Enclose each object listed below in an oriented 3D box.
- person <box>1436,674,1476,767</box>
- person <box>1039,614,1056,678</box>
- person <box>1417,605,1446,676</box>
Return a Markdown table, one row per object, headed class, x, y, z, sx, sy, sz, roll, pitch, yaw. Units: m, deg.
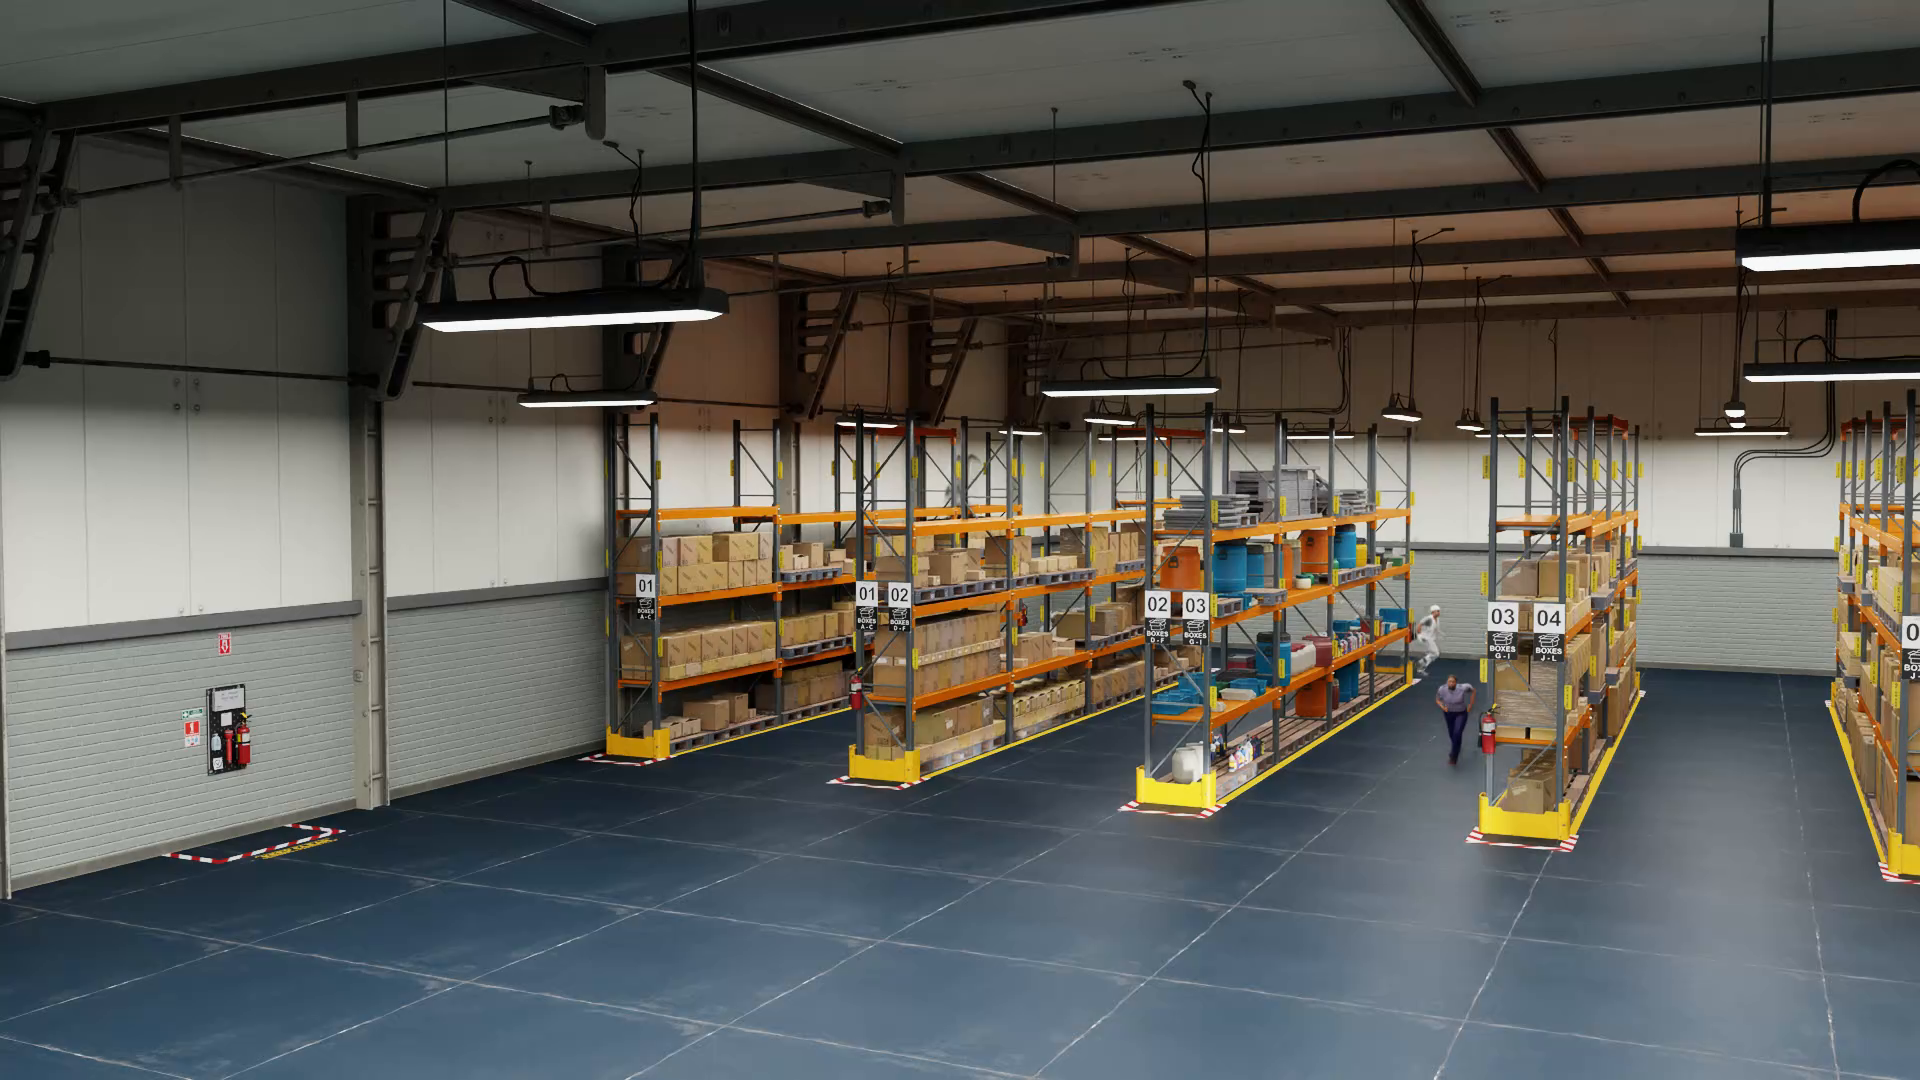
| class | x | y | z | sx | sy | sz | roll | pitch | yaw |
| --- | --- | --- | --- | --- | --- | --- | --- | --- | --- |
| person | 8.488 | 3.053 | 28.439 | 0.648 | 1.613 | 0.962 | 1 | 3 | 24 |
| person | 2.097 | 2.543 | 38.007 | 0.723 | 1.743 | 0.644 | 1 | 3 | 25 |
| person | 11.433 | 2.436 | 40.312 | 0.674 | 1.712 | 0.625 | 2 | 3 | 33 |
